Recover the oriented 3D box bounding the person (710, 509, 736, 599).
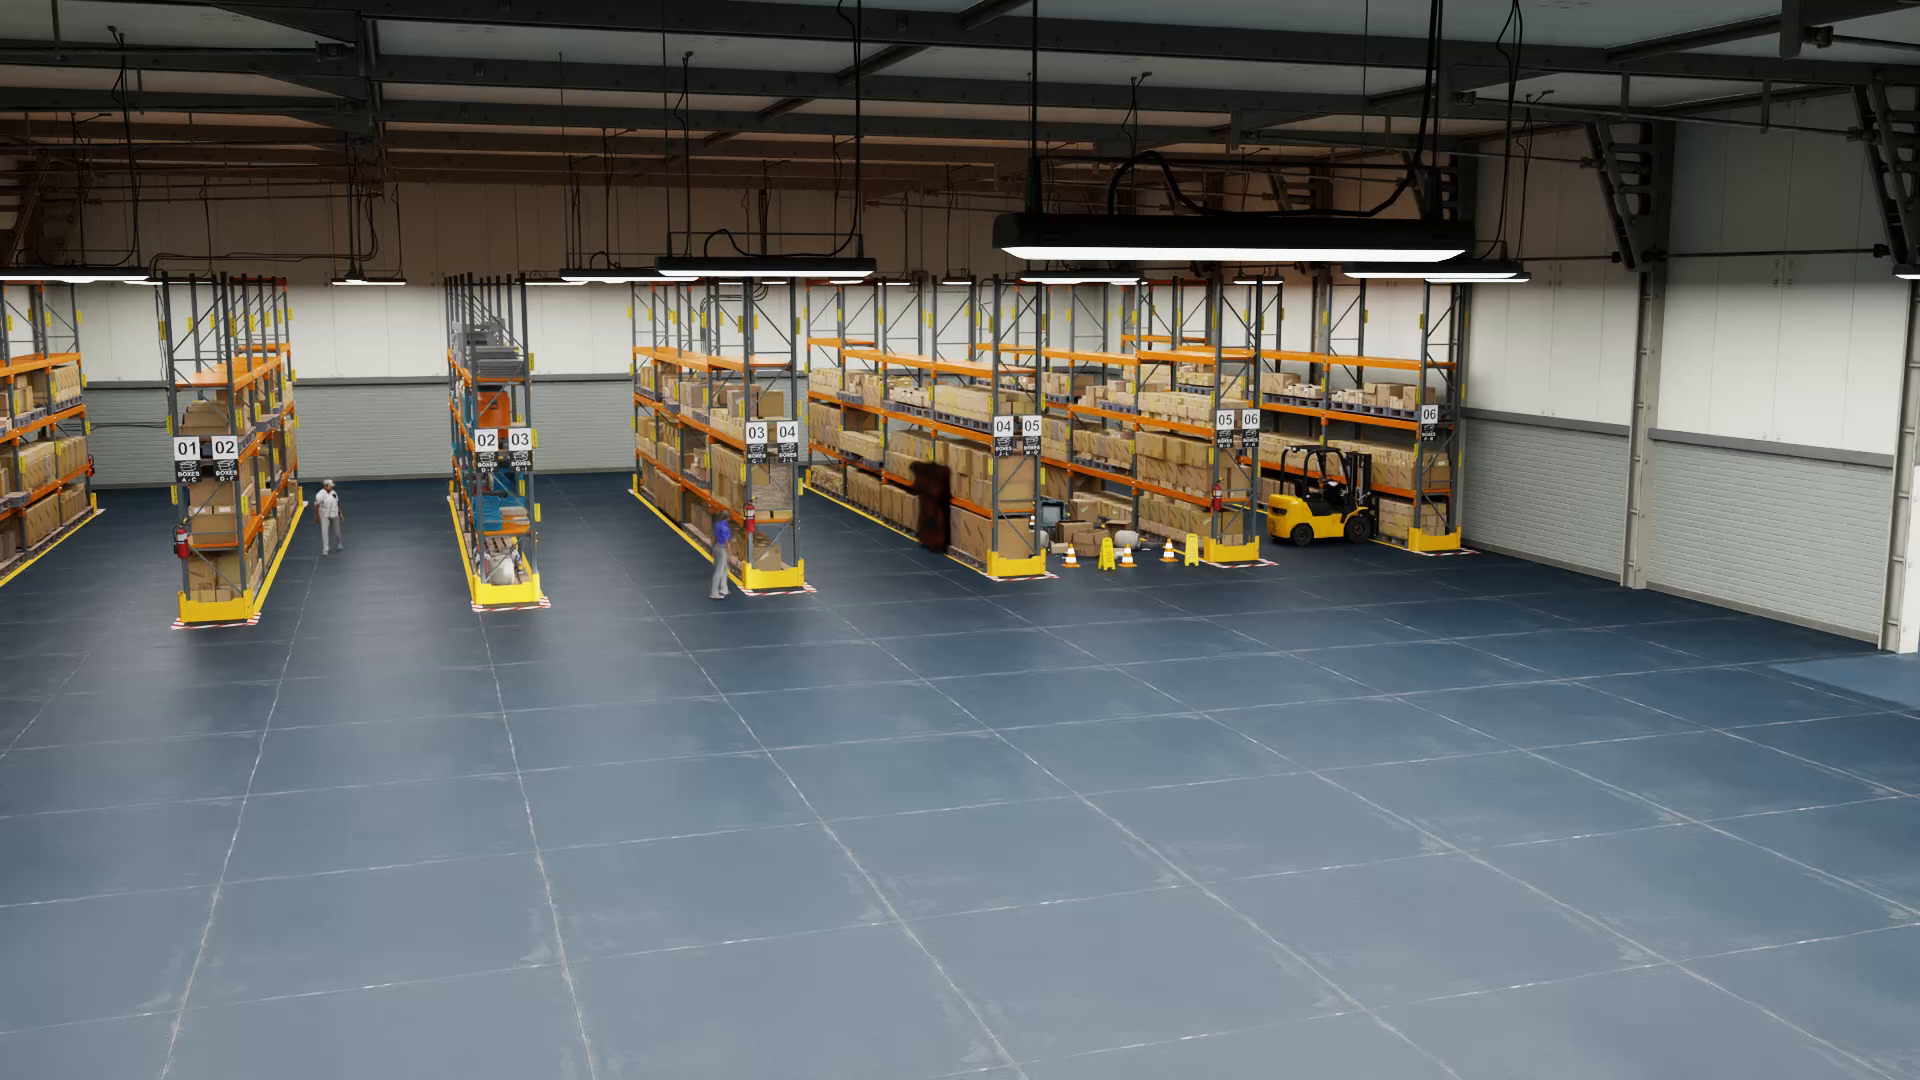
[{"bbox_3d":[-4.460,0.265,31.059,0.492,1.690,0.632,-2,9,-14],"label":"person"}]

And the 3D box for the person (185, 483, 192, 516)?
[{"bbox_3d":[-19.336,-1.385,41.969,0.386,1.605,0.449,-1,9,-8],"label":"person"}]

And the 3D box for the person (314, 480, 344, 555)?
[{"bbox_3d":[-13.690,-0.513,36.093,0.590,1.618,0.957,-2,9,-15],"label":"person"}]
